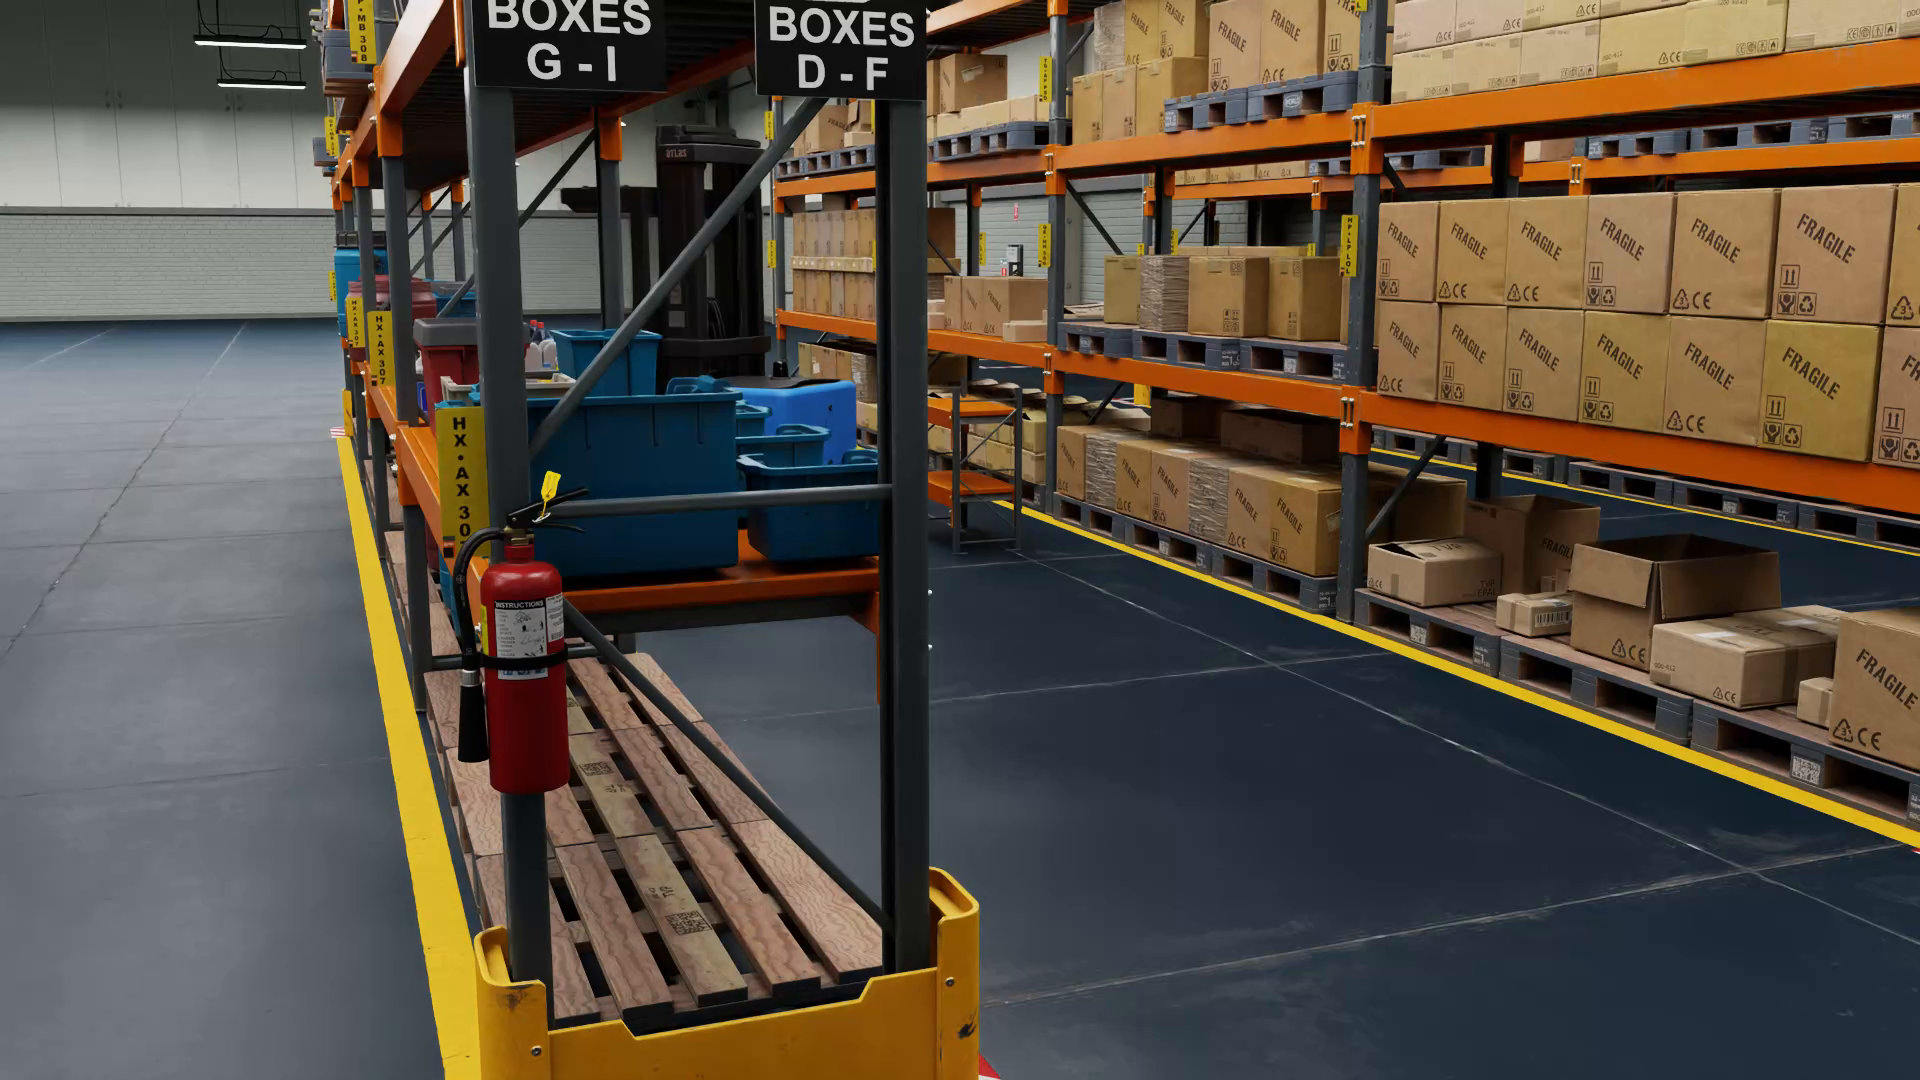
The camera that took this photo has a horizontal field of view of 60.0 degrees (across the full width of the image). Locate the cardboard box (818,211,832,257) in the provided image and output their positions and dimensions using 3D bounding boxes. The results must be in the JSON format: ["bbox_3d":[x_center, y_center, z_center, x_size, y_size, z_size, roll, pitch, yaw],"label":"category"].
[{"bbox_3d":[-1.186,-3.440,18.703,0.700,0.500,0.500,-4,11,-21],"label":"cardboard box"}]

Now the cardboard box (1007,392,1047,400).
[{"bbox_3d":[0.673,-1.185,15.069,0.500,0.311,0.500,-4,11,-22],"label":"cardboard box"}]

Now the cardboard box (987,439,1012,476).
[{"bbox_3d":[0.549,-0.707,13.981,0.500,0.250,0.500,-4,11,-22],"label":"cardboard box"}]

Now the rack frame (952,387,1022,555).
[{"bbox_3d":[0.187,-0.470,11.349,0.500,1.125,0.032,-4,11,-21],"label":"rack frame"}]

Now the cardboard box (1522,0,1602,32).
[{"bbox_3d":[2.905,-2.437,7.489,0.500,0.250,0.500,-4,11,-21],"label":"cardboard box"}]

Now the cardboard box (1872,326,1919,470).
[{"bbox_3d":[3.640,-0.499,5.873,0.500,0.500,0.500,-4,11,-19],"label":"cardboard box"}]

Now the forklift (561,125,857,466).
[{"bbox_3d":[-2.319,-1.637,12.752,3.031,2.935,1.130,5,11,27],"label":"forklift"}]

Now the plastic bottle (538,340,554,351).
[{"bbox_3d":[-2.244,-0.960,9.109,0.152,0.276,0.135,-4,11,-21],"label":"plastic bottle"}]

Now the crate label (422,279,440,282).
[{"bbox_3d":[-5.441,-2.426,16.891,0.502,0.435,0.616,-4,11,-21],"label":"crate label"}]

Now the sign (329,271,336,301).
[{"bbox_3d":[-6.874,-2.794,18.270,0.100,0.325,0.005,-4,11,-21],"label":"sign"}]

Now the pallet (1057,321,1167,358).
[{"bbox_3d":[1.468,-1.499,12.329,1.213,0.211,1.003,-4,11,-21],"label":"pallet"}]

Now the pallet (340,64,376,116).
[{"bbox_3d":[-2.800,-2.423,8.953,1.003,0.211,1.213,-4,11,-21],"label":"pallet"}]

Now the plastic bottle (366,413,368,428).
[{"bbox_3d":[-5.869,-1.193,16.597,0.097,0.271,0.097,0,10,0],"label":"plastic bottle"}]

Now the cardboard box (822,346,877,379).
[{"bbox_3d":[-1.214,-1.881,18.440,0.500,0.500,0.500,-4,11,-21],"label":"cardboard box"}]

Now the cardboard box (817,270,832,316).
[{"bbox_3d":[-1.215,-2.811,18.871,0.700,0.500,0.500,-4,11,-21],"label":"cardboard box"}]

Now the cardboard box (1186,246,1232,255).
[{"bbox_3d":[3.118,-3.362,20.488,0.500,0.500,0.500,-4,11,-23],"label":"cardboard box"}]

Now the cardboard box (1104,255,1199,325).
[{"bbox_3d":[1.490,-1.860,12.326,0.700,0.500,0.500,-9,13,-40],"label":"cardboard box"}]

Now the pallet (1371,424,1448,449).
[{"bbox_3d":[4.607,-1.167,17.881,1.003,0.211,1.213,-4,11,-21],"label":"pallet"}]

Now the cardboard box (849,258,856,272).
[{"bbox_3d":[-0.958,-2.918,17.622,0.380,0.149,0.250,-4,11,-21],"label":"cardboard box"}]

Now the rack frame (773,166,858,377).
[{"bbox_3d":[-1.742,-3.005,20.250,1.000,3.000,0.127,-4,11,-21],"label":"rack frame"}]

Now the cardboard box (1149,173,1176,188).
[{"bbox_3d":[2.762,-4.786,21.352,0.500,0.500,0.500,-4,11,-19],"label":"cardboard box"}]

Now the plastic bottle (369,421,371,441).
[{"bbox_3d":[-5.580,-1.060,15.814,0.061,0.283,0.133,-3,11,-17],"label":"plastic bottle"}]

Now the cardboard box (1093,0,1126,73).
[{"bbox_3d":[1.309,-3.646,12.148,0.500,0.500,0.500,-4,11,-21],"label":"cardboard box"}]

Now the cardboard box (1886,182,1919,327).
[{"bbox_3d":[3.639,-0.990,5.782,0.500,0.500,0.500,-4,11,-21],"label":"cardboard box"}]

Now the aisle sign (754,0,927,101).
[{"bbox_3d":[-0.259,-1.367,3.617,0.394,0.787,0.004,-4,11,-21],"label":"aisle sign"}]

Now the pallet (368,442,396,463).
[{"bbox_3d":[-5.115,-0.778,15.691,1.003,0.211,1.213,-4,11,-21],"label":"pallet"}]

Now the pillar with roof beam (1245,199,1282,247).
[{"bbox_3d":[-0.079,-5.941,19.626,9.100,9.000,0.400,-4,11,-21],"label":"pillar with roof beam"}]

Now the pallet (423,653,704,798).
[{"bbox_3d":[-1.709,0.758,7.058,1.003,0.211,1.213,-4,11,-21],"label":"pallet"}]

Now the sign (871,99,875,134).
[{"bbox_3d":[-0.809,-4.087,16.065,0.100,0.325,0.005,-4,11,-21],"label":"sign"}]

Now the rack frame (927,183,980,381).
[{"bbox_3d":[-0.292,-2.352,16.580,1.000,3.000,0.127,-4,11,-21],"label":"rack frame"}]

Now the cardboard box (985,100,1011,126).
[{"bbox_3d":[0.537,-3.558,14.023,0.500,0.250,0.500,-4,11,-22],"label":"cardboard box"}]

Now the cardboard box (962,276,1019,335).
[{"bbox_3d":[0.343,-2.107,14.917,0.500,0.500,0.500,-4,11,-21],"label":"cardboard box"}]

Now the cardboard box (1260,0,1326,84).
[{"bbox_3d":[2.229,-3.023,10.015,0.600,0.600,0.600,-4,11,-22],"label":"cardboard box"}]

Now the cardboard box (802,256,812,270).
[{"bbox_3d":[-1.613,-3.212,19.277,0.380,0.149,0.250,-4,11,-21],"label":"cardboard box"}]

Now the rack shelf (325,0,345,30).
[{"bbox_3d":[-4.186,-4.115,12.553,1.077,0.370,4.000,-4,11,-21],"label":"rack shelf"}]

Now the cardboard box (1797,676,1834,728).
[{"bbox_3d":[3.567,0.640,6.593,0.380,0.166,0.250,-4,11,-21],"label":"cardboard box"}]

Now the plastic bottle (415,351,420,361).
[{"bbox_3d":[-2.582,-0.754,7.927,0.061,0.283,0.133,-4,11,-21],"label":"plastic bottle"}]

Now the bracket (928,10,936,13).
[{"bbox_3d":[-0.595,-9.855,31.351,0.235,0.232,0.430,-4,11,-21],"label":"bracket"}]

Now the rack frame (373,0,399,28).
[{"bbox_3d":[-2.011,-3.686,6.950,1.000,3.000,0.127,-4,11,-21],"label":"rack frame"}]

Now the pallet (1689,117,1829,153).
[{"bbox_3d":[6.464,-3.114,12.837,1.003,0.211,1.213,-3,11,-18],"label":"pallet"}]

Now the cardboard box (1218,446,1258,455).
[{"bbox_3d":[2.098,-0.378,11.361,0.500,0.500,0.500,-4,11,-23],"label":"cardboard box"}]

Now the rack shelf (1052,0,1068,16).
[{"bbox_3d":[1.882,-3.776,10.647,1.077,0.370,4.000,-4,11,-21],"label":"rack shelf"}]

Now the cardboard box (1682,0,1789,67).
[{"bbox_3d":[3.260,-2.027,6.613,0.500,0.250,0.500,-4,11,-21],"label":"cardboard box"}]

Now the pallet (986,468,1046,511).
[{"bbox_3d":[0.895,-0.463,13.923,1.003,0.211,1.213,-4,11,-21],"label":"pallet"}]

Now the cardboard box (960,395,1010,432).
[{"bbox_3d":[0.184,-1.147,14.856,0.500,0.311,0.500,-4,11,-19],"label":"cardboard box"}]

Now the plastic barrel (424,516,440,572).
[{"bbox_3d":[-2.858,-0.142,9.841,0.600,0.588,0.708,-4,11,-21],"label":"plastic barrel"}]

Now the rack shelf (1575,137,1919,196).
[{"bbox_3d":[6.498,-2.811,12.645,1.077,0.370,4.000,-4,11,-21],"label":"rack shelf"}]

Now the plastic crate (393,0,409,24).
[{"bbox_3d":[-1.817,-1.925,5.986,0.497,0.269,0.590,-4,11,-21],"label":"plastic crate"}]

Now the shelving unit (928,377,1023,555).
[{"bbox_3d":[0.002,-0.553,11.815,0.538,1.125,1.048,-4,11,-21],"label":"shelving unit"}]

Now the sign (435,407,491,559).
[{"bbox_3d":[-1.069,-0.123,3.579,0.100,0.325,0.005,-4,11,-21],"label":"sign"}]

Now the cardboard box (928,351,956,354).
[{"bbox_3d":[-0.357,-1.751,17.711,0.500,0.500,0.500,-4,11,-21],"label":"cardboard box"}]

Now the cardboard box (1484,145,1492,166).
[{"bbox_3d":[5.389,-3.769,15.629,0.797,0.503,0.637,-2,10,-13],"label":"cardboard box"}]

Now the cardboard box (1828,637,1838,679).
[{"bbox_3d":[3.942,0.555,6.829,0.500,0.250,0.500,-4,11,-21],"label":"cardboard box"}]

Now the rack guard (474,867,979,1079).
[{"bbox_3d":[-0.541,1.154,4.006,1.175,0.500,0.348,-4,11,-21],"label":"rack guard"}]

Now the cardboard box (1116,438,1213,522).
[{"bbox_3d":[1.428,-0.426,11.630,0.500,0.500,0.500,-4,11,-22],"label":"cardboard box"}]

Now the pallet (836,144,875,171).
[{"bbox_3d":[-0.626,-3.923,17.098,1.003,0.211,1.213,-4,11,-21],"label":"pallet"}]
